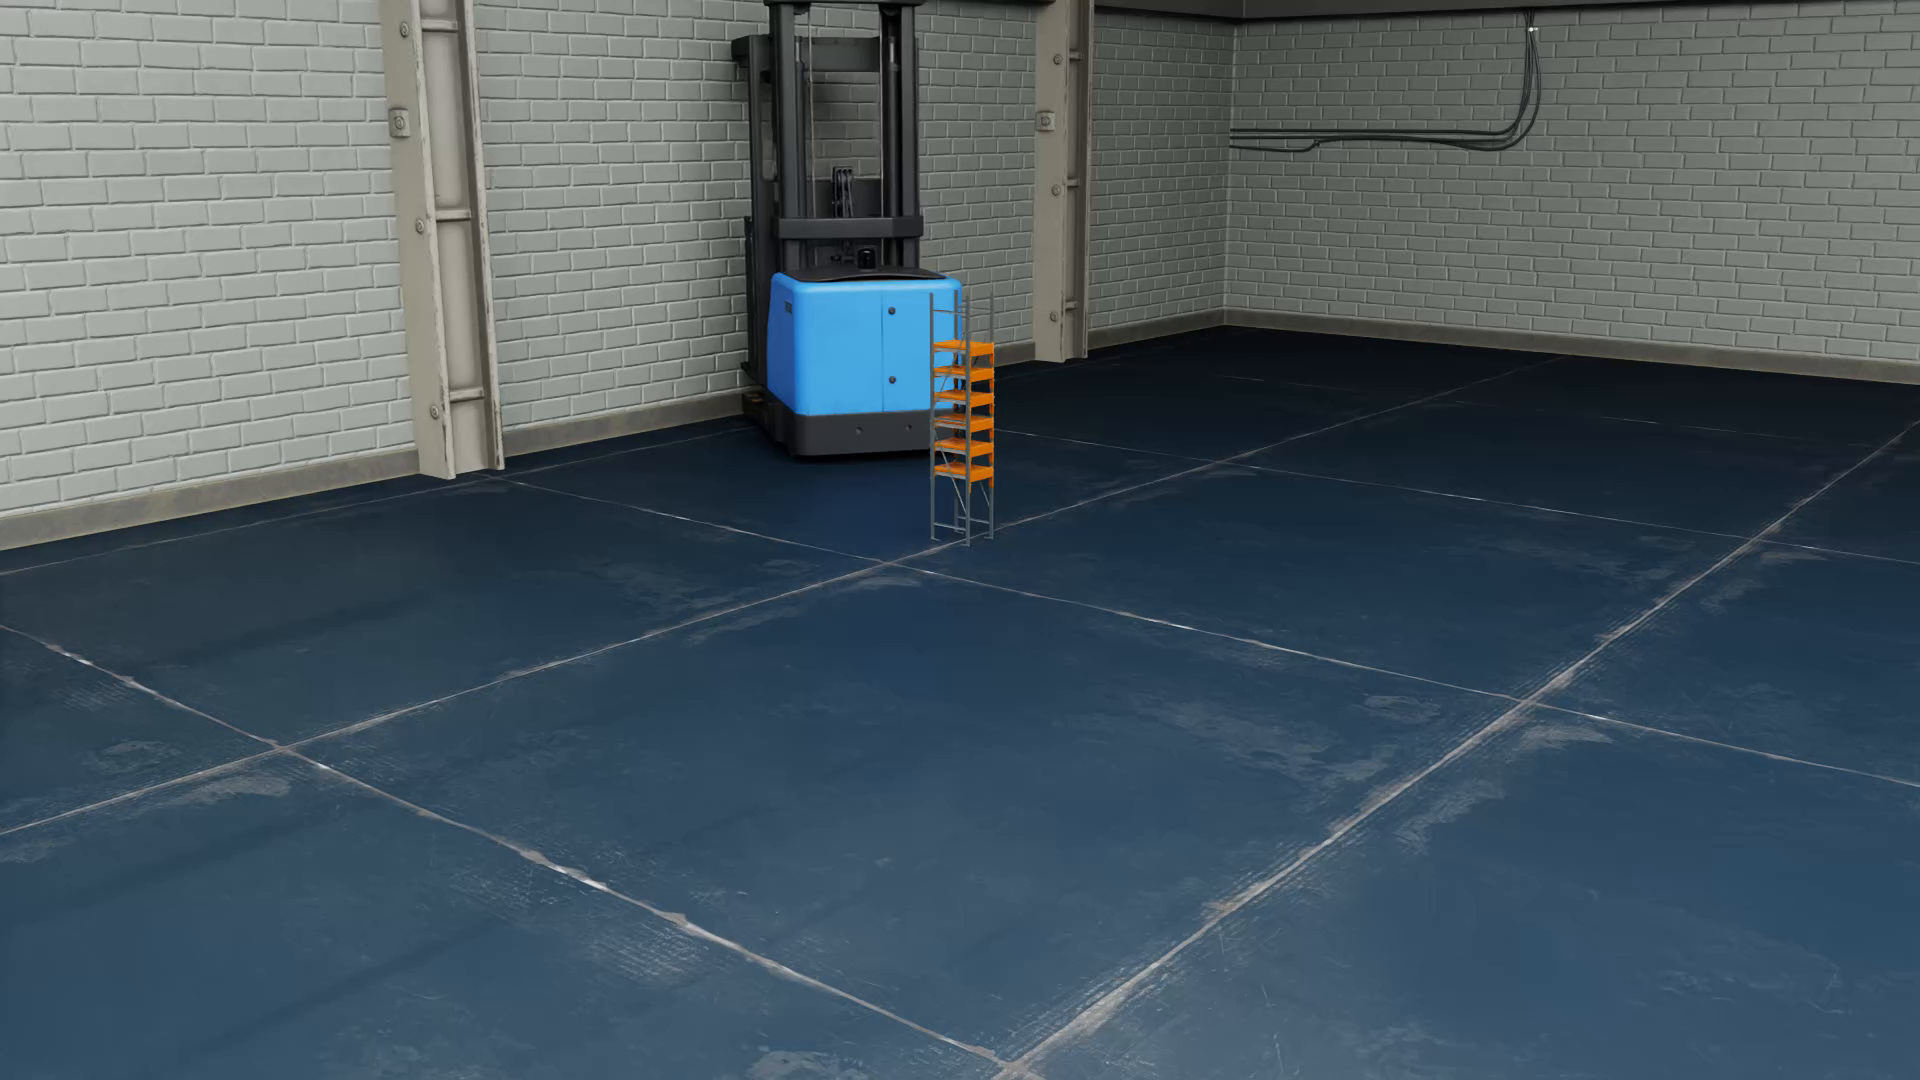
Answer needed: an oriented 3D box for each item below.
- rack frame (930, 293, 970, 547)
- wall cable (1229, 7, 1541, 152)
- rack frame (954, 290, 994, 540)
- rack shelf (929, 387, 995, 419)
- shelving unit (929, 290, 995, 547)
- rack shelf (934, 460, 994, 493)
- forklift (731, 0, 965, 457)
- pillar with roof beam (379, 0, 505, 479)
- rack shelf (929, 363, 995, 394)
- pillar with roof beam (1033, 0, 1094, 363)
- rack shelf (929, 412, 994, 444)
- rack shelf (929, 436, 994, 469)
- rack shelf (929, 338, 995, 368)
[{"bbox_3d":[-0.048,-0.567,7.917,0.240,1.200,0.006,11,18,38],"label":"rack frame"},{"bbox_3d":[3.737,-4.771,14.935,3.097,2.526,0.112,11,18,38],"label":"wall cable"},{"bbox_3d":[0.067,-0.602,8.055,0.240,1.200,0.006,11,18,38],"label":"rack frame"},{"bbox_3d":[0.009,-0.658,7.968,0.258,0.103,0.180,11,18,38],"label":"rack shelf"},{"bbox_3d":[0.009,-0.584,7.986,0.258,1.200,0.189,11,18,38],"label":"shelving unit"},{"bbox_3d":[0.009,-0.309,8.056,0.258,0.103,0.180,11,18,38],"label":"rack shelf"},{"bbox_3d":[-0.870,-2.233,10.962,1.130,2.935,3.031,-4,15,-16],"label":"forklift"},{"bbox_3d":[0.434,-4.102,5.992,9.100,9.000,0.400,11,18,38],"label":"pillar with roof beam"},{"bbox_3d":[0.009,-0.774,7.938,0.258,0.103,0.180,11,18,38],"label":"rack shelf"},{"bbox_3d":[4.205,-5.251,10.515,9.100,9.000,0.400,11,18,38],"label":"pillar with roof beam"},{"bbox_3d":[0.009,-0.541,7.997,0.258,0.103,0.180,11,18,38],"label":"rack shelf"},{"bbox_3d":[0.009,-0.425,8.027,0.258,0.103,0.180,11,18,38],"label":"rack shelf"},{"bbox_3d":[0.009,-0.890,7.908,0.258,0.103,0.180,11,18,38],"label":"rack shelf"}]
